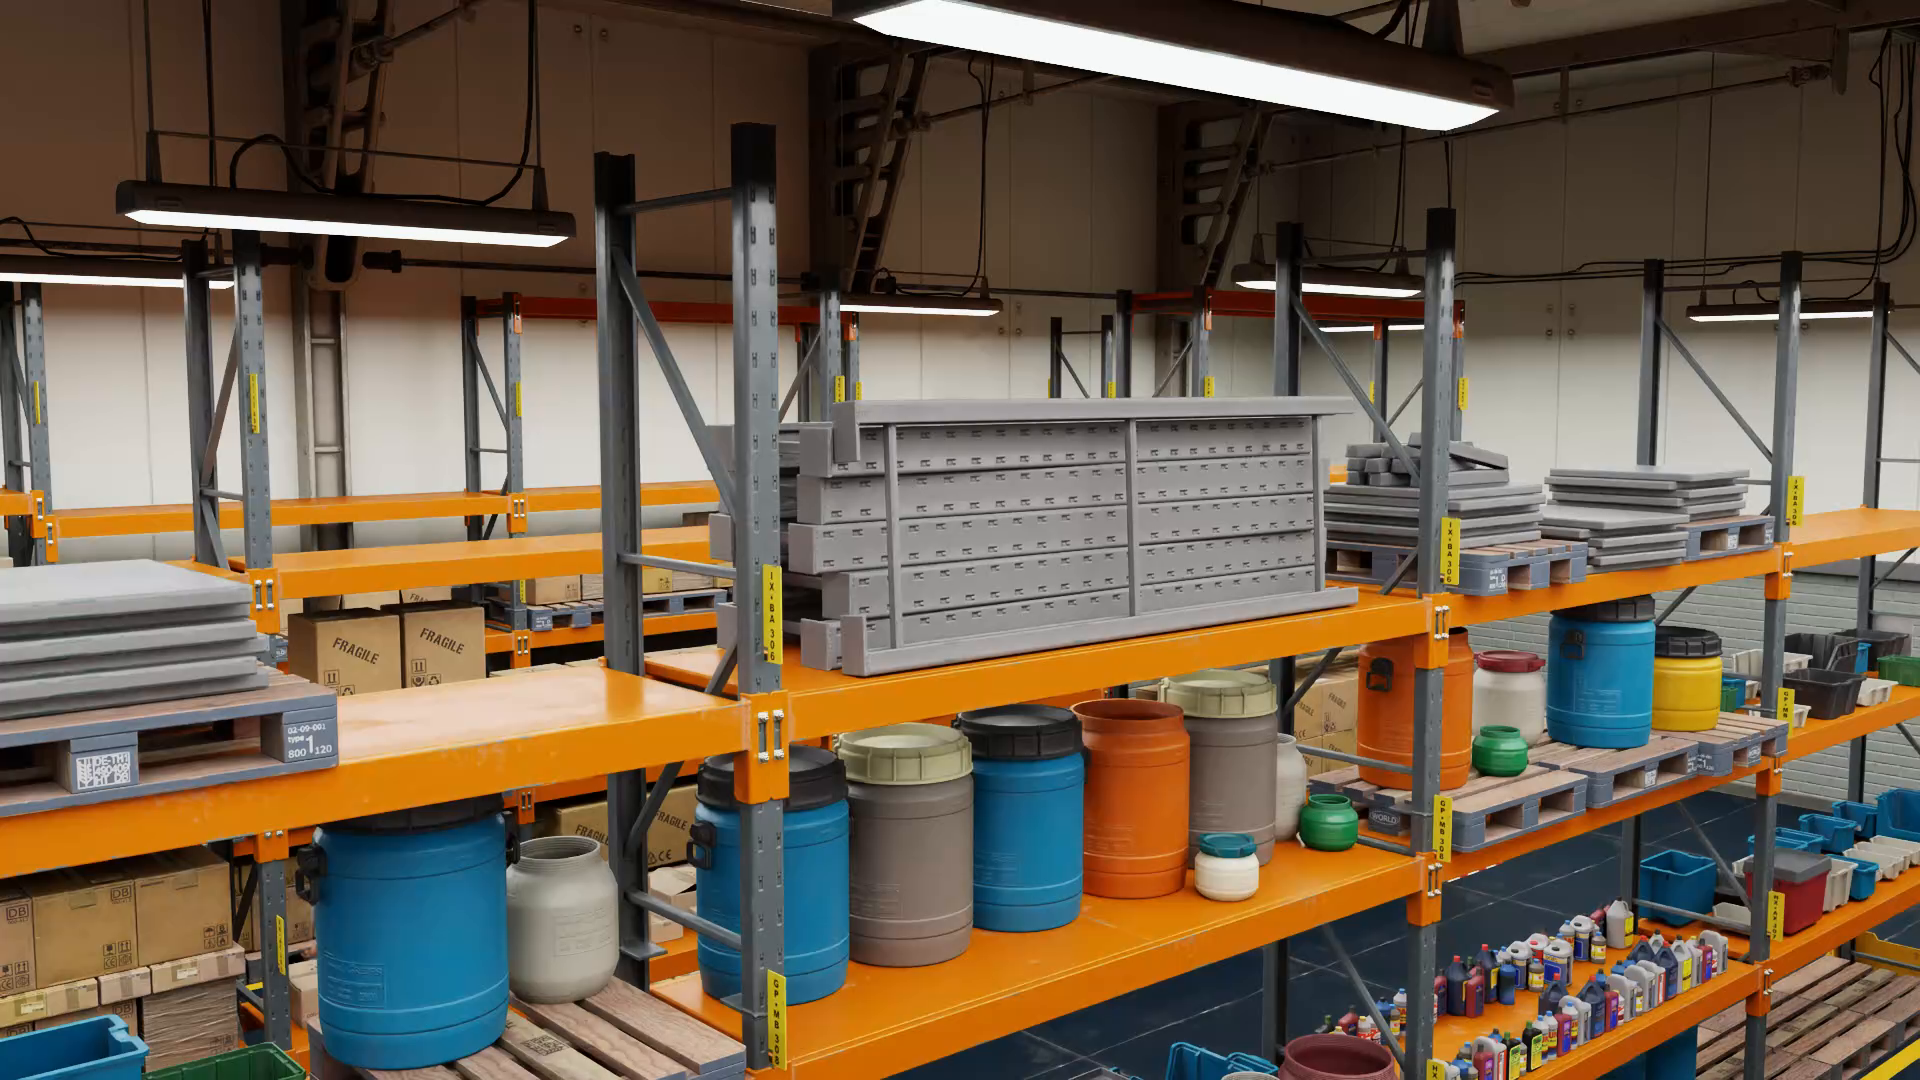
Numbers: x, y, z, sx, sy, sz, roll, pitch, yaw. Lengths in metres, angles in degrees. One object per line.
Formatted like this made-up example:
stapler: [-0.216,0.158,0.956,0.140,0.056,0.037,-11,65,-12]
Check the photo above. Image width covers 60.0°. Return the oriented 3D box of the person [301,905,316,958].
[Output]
person: [-4.747,3.182,12.681,0.600,1.620,0.662,4,7,37]
